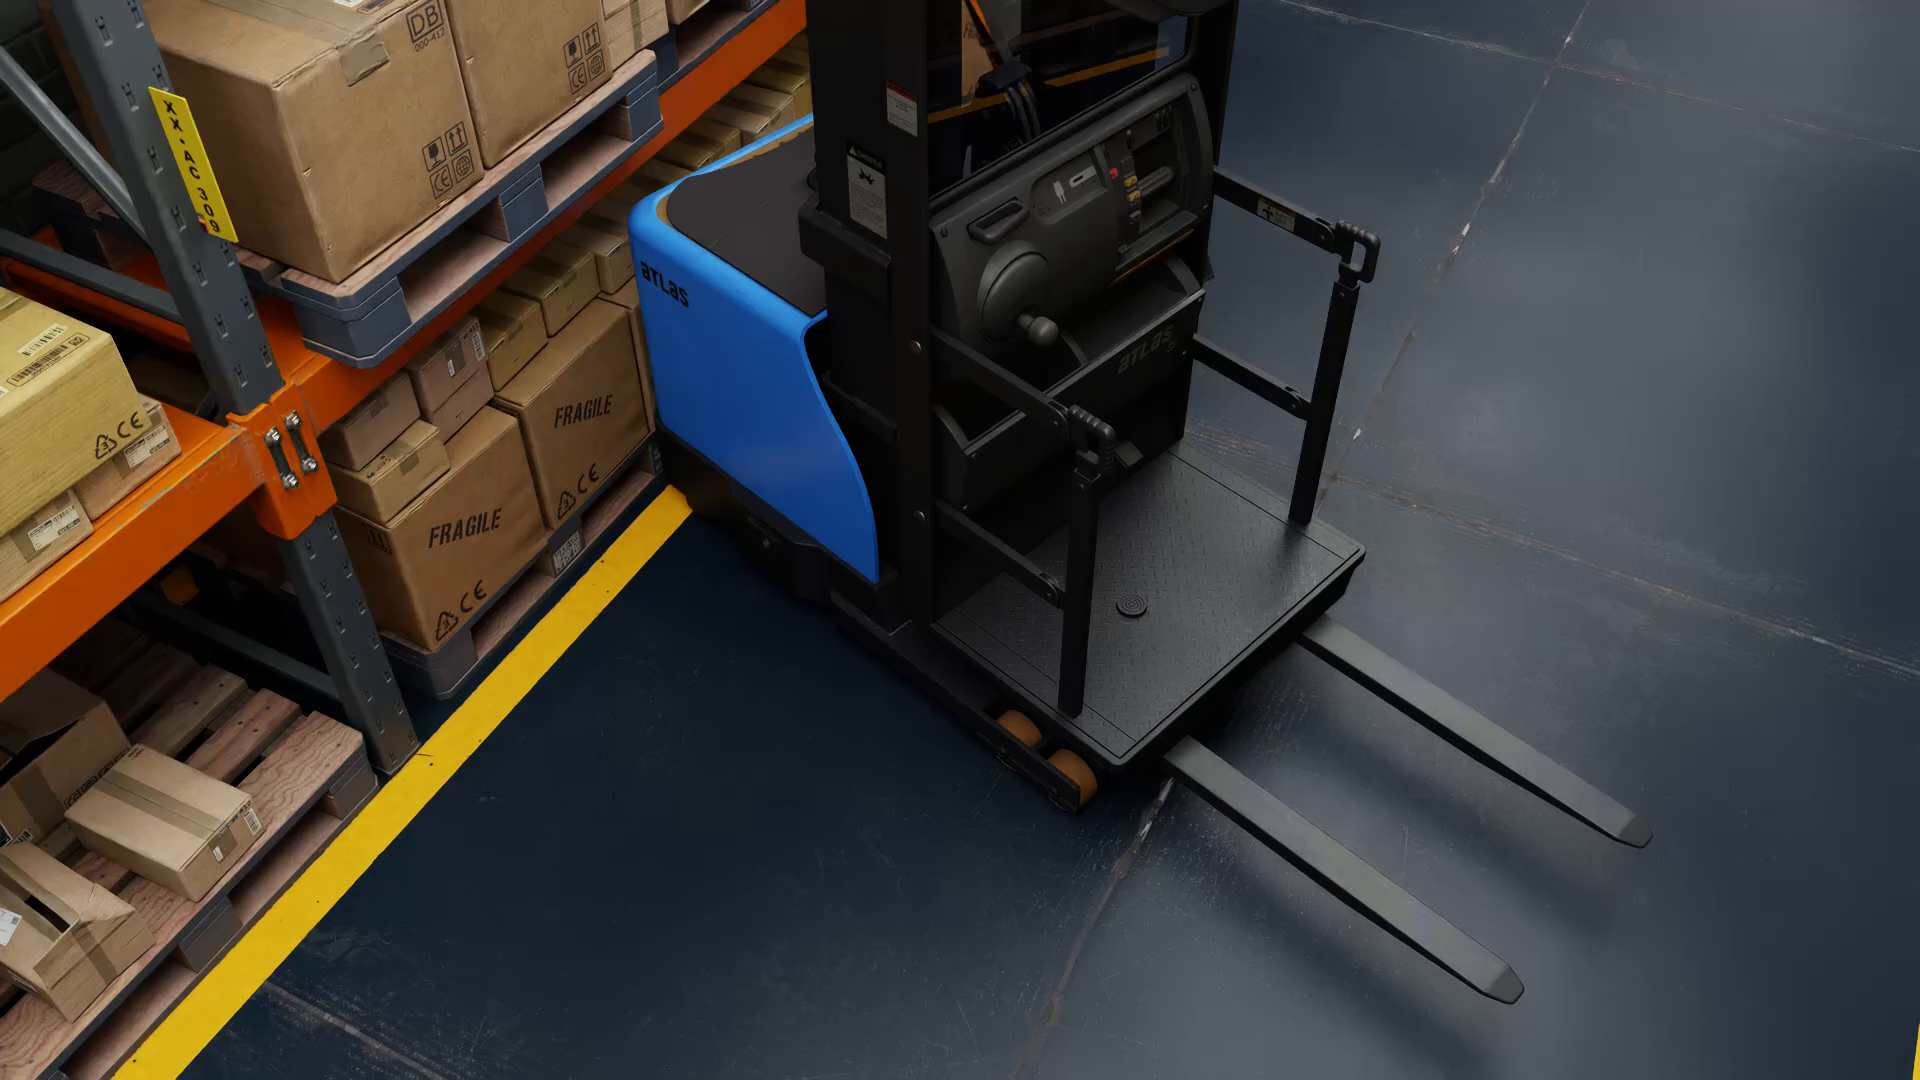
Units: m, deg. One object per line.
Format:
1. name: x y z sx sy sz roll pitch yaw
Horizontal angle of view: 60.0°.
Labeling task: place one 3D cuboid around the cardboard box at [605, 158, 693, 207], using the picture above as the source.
1. cardboard box: -1.031 -1.078 5.213 0.380 0.149 0.250 22 49 20

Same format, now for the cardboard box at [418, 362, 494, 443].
1. cardboard box: -1.522 -0.435 4.577 0.380 0.149 0.250 19 48 18

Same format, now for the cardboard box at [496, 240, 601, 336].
1. cardboard box: -1.298 -0.778 4.916 0.380 0.149 0.250 20 49 18

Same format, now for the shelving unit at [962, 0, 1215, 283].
1. shelving unit: 0.293 -1.641 5.376 0.431 2.100 0.503 -26 47 5

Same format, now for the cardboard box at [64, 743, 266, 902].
1. cardboard box: -1.983 0.703 4.156 0.380 0.149 0.250 19 48 18

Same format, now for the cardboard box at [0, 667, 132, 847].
1. cardboard box: -2.500 0.536 4.207 0.500 0.311 0.500 22 49 20

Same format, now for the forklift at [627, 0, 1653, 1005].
1. forklift: 0.443 -0.718 3.899 3.031 2.935 1.130 35 55 30

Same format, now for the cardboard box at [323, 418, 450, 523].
1. cardboard box: -1.582 -0.235 4.379 0.380 0.149 0.250 23 50 21

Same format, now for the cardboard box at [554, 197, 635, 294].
1. cardboard box: -1.149 -0.923 5.059 0.380 0.149 0.250 20 49 19

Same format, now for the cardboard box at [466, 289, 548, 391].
1. cardboard box: -1.413 -0.600 4.741 0.380 0.149 0.250 18 48 17

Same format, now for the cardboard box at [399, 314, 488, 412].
1. cardboard box: -1.504 -0.519 4.451 0.380 0.149 0.250 18 48 17

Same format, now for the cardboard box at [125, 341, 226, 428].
1. cardboard box: -2.069 -0.424 4.566 0.380 0.149 0.250 19 48 18

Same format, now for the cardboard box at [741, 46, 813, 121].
1. cardboard box: -0.671 -1.580 5.709 0.380 0.149 0.250 20 49 18

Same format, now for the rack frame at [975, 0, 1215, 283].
1. rack frame: 0.359 -1.475 5.210 0.400 2.100 0.015 -26 47 5

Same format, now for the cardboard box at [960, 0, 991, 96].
1. cardboard box: -0.133 -2.051 6.631 0.500 0.500 0.500 22 49 20

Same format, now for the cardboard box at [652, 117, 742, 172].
1. cardboard box: -0.932 -1.258 5.390 0.380 0.149 0.250 21 49 19

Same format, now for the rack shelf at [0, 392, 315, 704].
1. rack shelf: -2.913 0.913 2.745 1.077 0.370 4.000 20 49 19

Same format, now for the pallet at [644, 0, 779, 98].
1. pallet: -1.026 -1.826 5.080 1.003 0.211 1.213 20 49 19

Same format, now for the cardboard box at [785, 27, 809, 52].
1. cardboard box: -0.556 -1.737 5.864 0.380 0.149 0.250 22 49 20

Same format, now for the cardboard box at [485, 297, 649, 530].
1. cardboard box: -1.322 -0.438 5.036 0.500 0.500 0.500 20 49 19

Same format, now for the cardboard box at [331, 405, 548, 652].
1. cardboard box: -1.560 -0.099 4.701 0.500 0.500 0.500 22 49 21

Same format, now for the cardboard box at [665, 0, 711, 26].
1. cardboard box: -0.957 -1.834 4.588 0.700 0.500 0.500 20 49 19

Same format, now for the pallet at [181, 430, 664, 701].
1. pallet: -1.640 -0.145 5.245 1.003 0.211 1.213 20 49 19

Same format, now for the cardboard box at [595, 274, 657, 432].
1. cardboard box: -1.086 -0.751 5.345 0.500 0.500 0.500 19 48 18

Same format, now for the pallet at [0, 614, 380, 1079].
1. pallet: -2.304 0.813 4.299 1.003 0.211 1.213 20 49 19

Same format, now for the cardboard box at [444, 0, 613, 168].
1. cardboard box: -1.321 -1.340 4.100 0.700 0.500 0.500 21 49 19

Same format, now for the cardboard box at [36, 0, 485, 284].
1. cardboard box: -1.561 -1.014 3.777 0.700 0.500 0.500 22 49 20

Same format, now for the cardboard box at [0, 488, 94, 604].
1. cardboard box: -2.010 -0.056 3.373 0.380 0.149 0.250 22 49 20

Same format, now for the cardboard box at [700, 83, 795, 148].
1. cardboard box: -0.773 -1.396 5.527 0.380 0.149 0.250 18 48 17

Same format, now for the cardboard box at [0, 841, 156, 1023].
1. cardboard box: -2.148 0.886 3.892 0.396 0.266 0.258 22 49 20

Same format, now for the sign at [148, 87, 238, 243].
1. sign: -1.500 -0.730 3.254 0.100 0.325 0.005 20 49 19

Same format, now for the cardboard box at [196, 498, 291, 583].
1. cardboard box: -2.018 -0.276 4.876 0.500 0.500 0.500 20 49 19

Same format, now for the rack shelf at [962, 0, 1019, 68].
1. rack shelf: 0.298 -1.633 5.386 0.431 0.518 0.480 -26 47 5

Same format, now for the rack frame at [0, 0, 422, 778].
1. rack frame: -1.984 -0.600 3.734 1.000 3.000 0.127 20 49 19

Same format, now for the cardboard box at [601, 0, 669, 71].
1. cardboard box: -0.999 -1.449 4.372 0.396 0.266 0.258 23 50 21

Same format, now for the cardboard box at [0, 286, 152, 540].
1. cardboard box: -2.004 -0.250 3.285 0.500 0.250 0.500 22 49 20

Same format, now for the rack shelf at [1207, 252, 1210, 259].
1. rack shelf: 0.547 -1.222 5.895 0.431 0.518 0.480 -26 47 5

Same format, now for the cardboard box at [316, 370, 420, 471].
1. cardboard box: -1.636 -0.360 4.293 0.380 0.149 0.250 20 49 18

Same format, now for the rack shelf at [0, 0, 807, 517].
1. rack shelf: -1.056 -1.607 5.235 1.077 0.370 4.000 20 49 19

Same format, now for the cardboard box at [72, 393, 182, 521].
1. cardboard box: -1.908 -0.227 3.542 0.380 0.149 0.250 21 49 20

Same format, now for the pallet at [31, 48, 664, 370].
1. pallet: -1.516 -1.000 4.264 1.003 0.211 1.213 20 49 19
